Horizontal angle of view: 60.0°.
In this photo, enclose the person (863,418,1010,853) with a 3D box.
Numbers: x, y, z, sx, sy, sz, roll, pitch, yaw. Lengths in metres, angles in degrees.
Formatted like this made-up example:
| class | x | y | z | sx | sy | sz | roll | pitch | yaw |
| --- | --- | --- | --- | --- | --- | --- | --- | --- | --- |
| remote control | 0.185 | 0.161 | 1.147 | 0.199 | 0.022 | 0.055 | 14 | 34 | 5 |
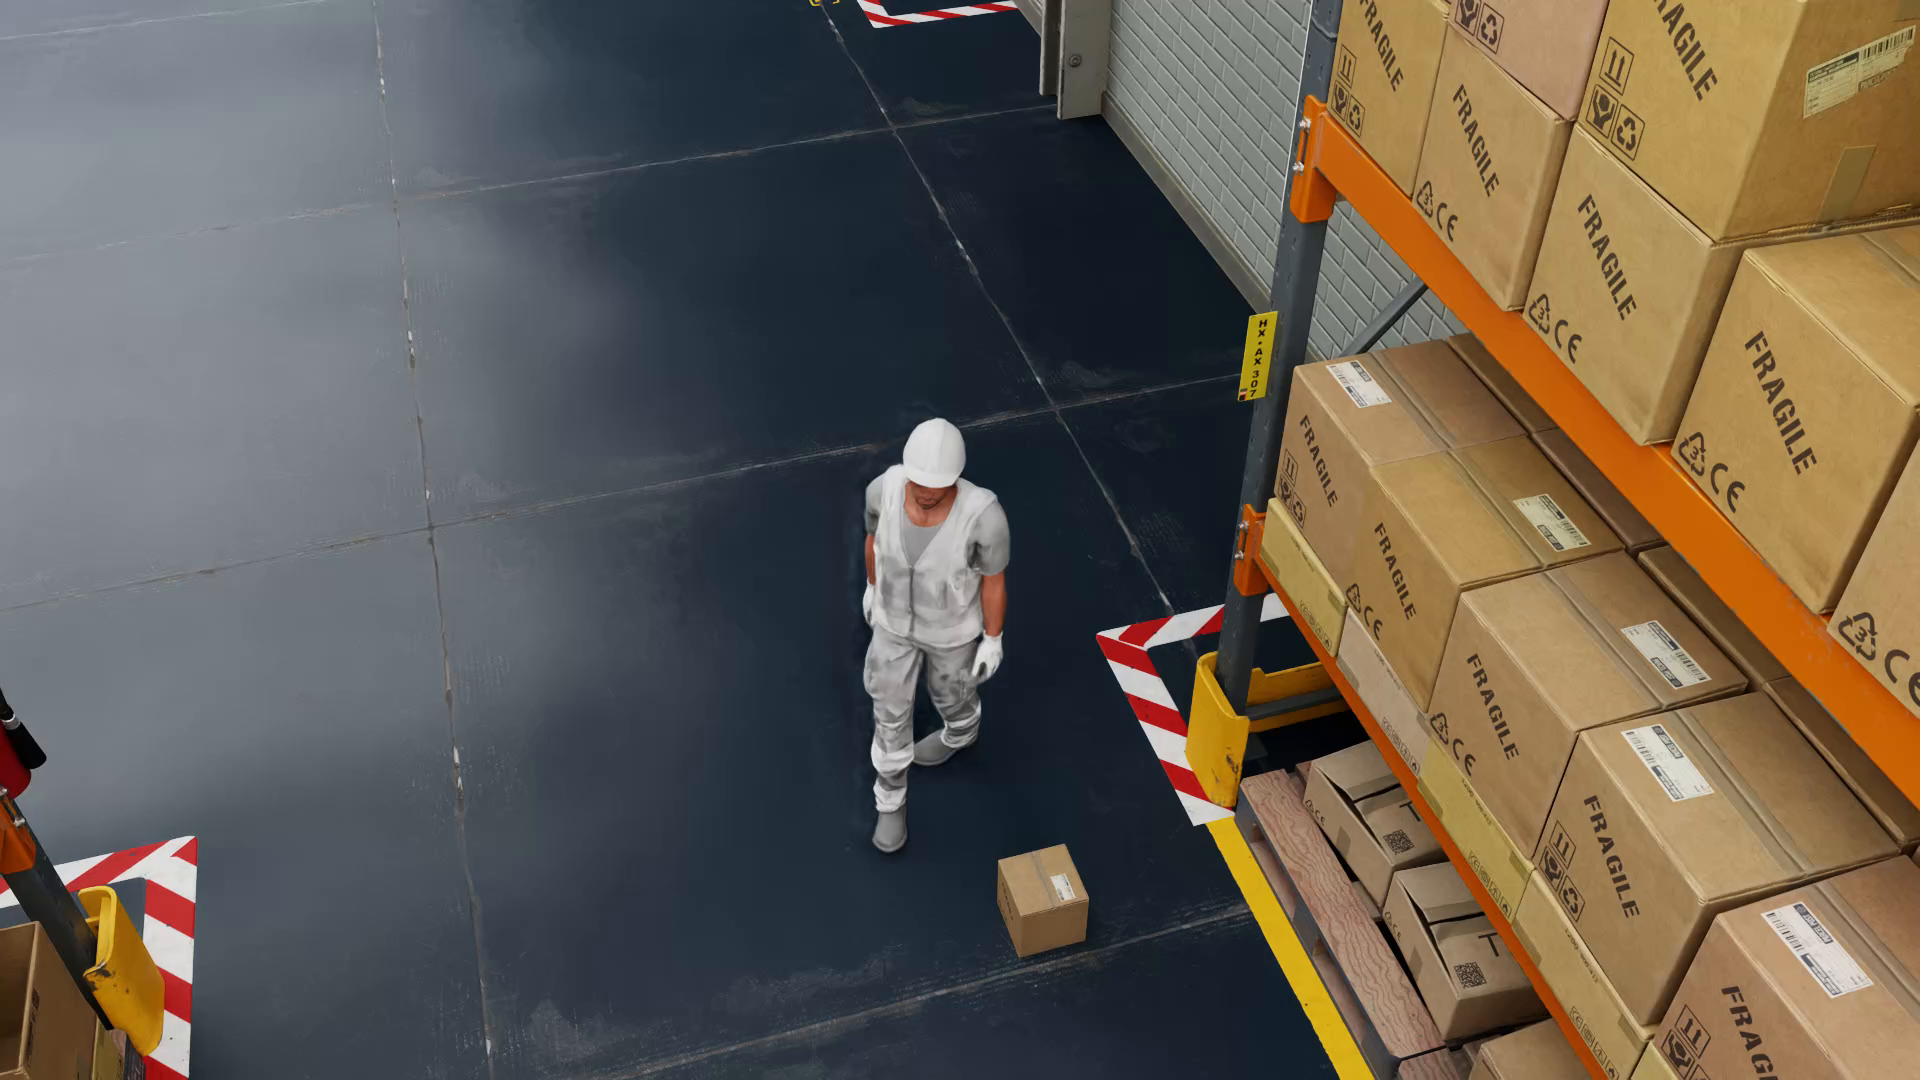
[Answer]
| class | x | y | z | sx | sy | sz | roll | pitch | yaw |
| --- | --- | --- | --- | --- | --- | --- | --- | --- | --- |
| person | -0.131 | 0.320 | 5.785 | 0.564 | 1.781 | 0.723 | 14 | 44 | 15 |
